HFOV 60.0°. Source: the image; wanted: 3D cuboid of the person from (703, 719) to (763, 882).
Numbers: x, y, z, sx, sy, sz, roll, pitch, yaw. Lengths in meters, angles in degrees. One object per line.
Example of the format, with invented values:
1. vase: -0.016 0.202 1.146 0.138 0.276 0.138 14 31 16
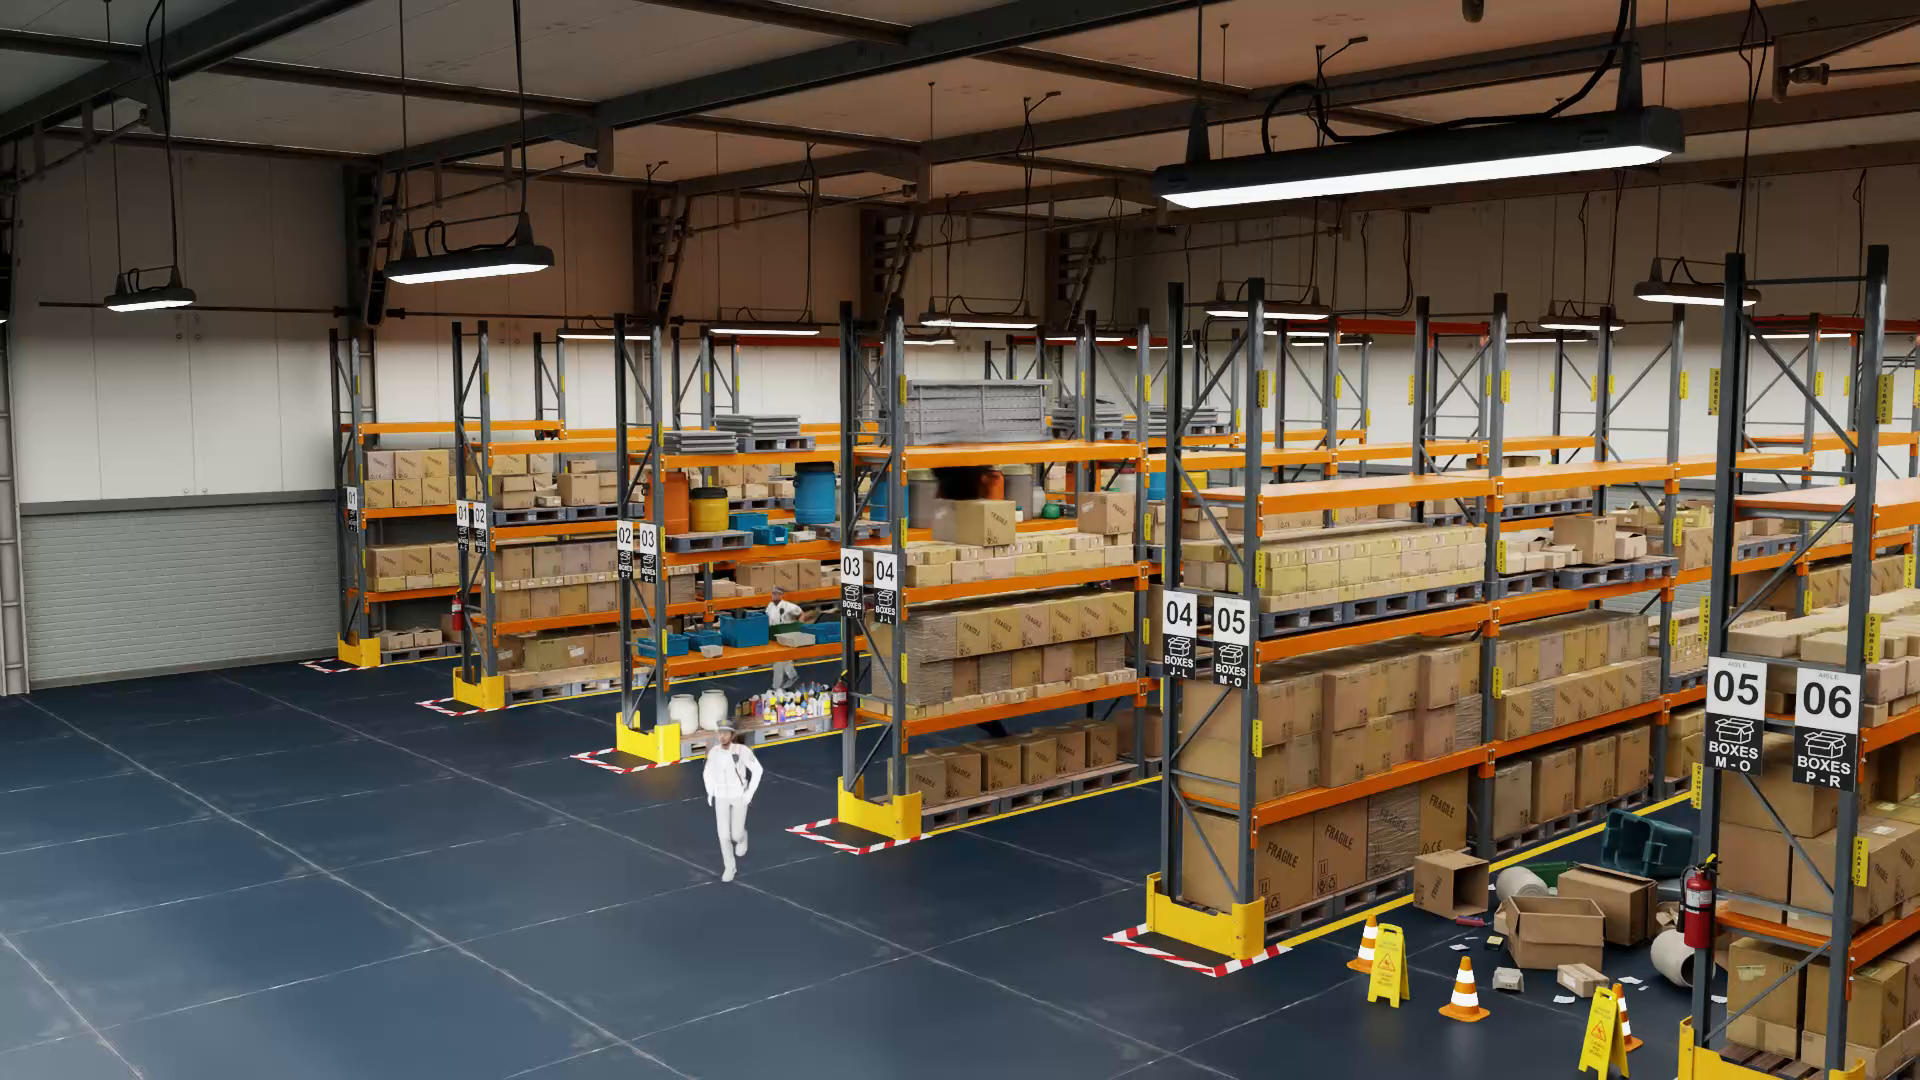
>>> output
1. person: -2.349 2.657 17.210 0.535 1.679 0.620 1 6 9

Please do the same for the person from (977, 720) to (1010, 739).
1. person: 0.429 2.056 22.111 0.601 1.606 0.647 5 8 41

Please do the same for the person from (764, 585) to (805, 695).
1. person: -2.858 1.631 26.941 0.670 1.847 0.926 5 7 39
